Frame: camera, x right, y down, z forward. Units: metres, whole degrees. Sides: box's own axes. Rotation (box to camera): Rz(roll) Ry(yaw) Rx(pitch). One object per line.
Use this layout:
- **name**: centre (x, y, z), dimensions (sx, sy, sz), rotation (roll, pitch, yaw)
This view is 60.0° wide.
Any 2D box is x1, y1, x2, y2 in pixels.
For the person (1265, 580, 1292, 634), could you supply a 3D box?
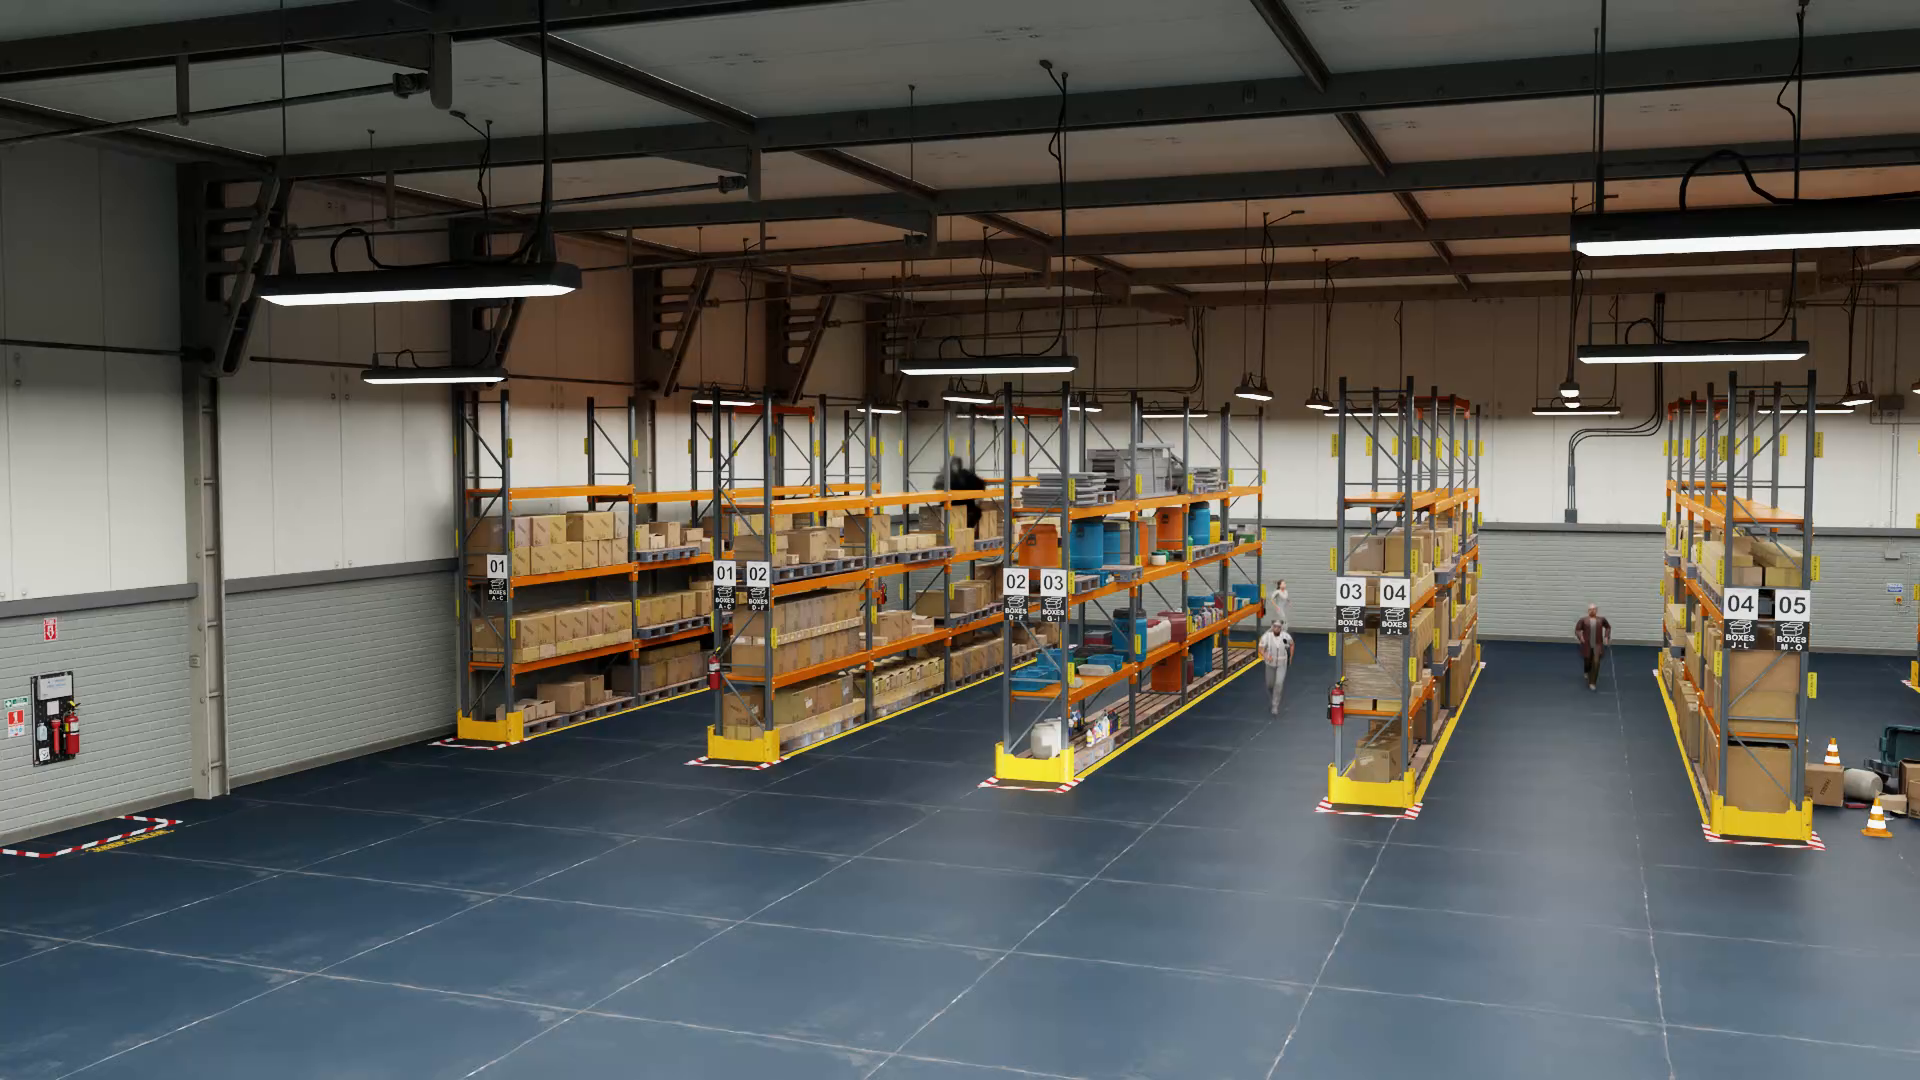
- **person**: centre (8.107, 1.823, 42.117), dimensions (0.891, 1.665, 0.562), rotation (3, 4, 44)

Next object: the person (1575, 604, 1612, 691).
- **person**: centre (13.233, 2.229, 34.766), dimensions (0.724, 1.765, 0.956), rotation (1, 3, 19)

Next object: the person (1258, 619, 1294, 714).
- **person**: centre (6.042, 2.379, 31.785), dimensions (0.686, 1.779, 0.984), rotation (0, 3, 9)
